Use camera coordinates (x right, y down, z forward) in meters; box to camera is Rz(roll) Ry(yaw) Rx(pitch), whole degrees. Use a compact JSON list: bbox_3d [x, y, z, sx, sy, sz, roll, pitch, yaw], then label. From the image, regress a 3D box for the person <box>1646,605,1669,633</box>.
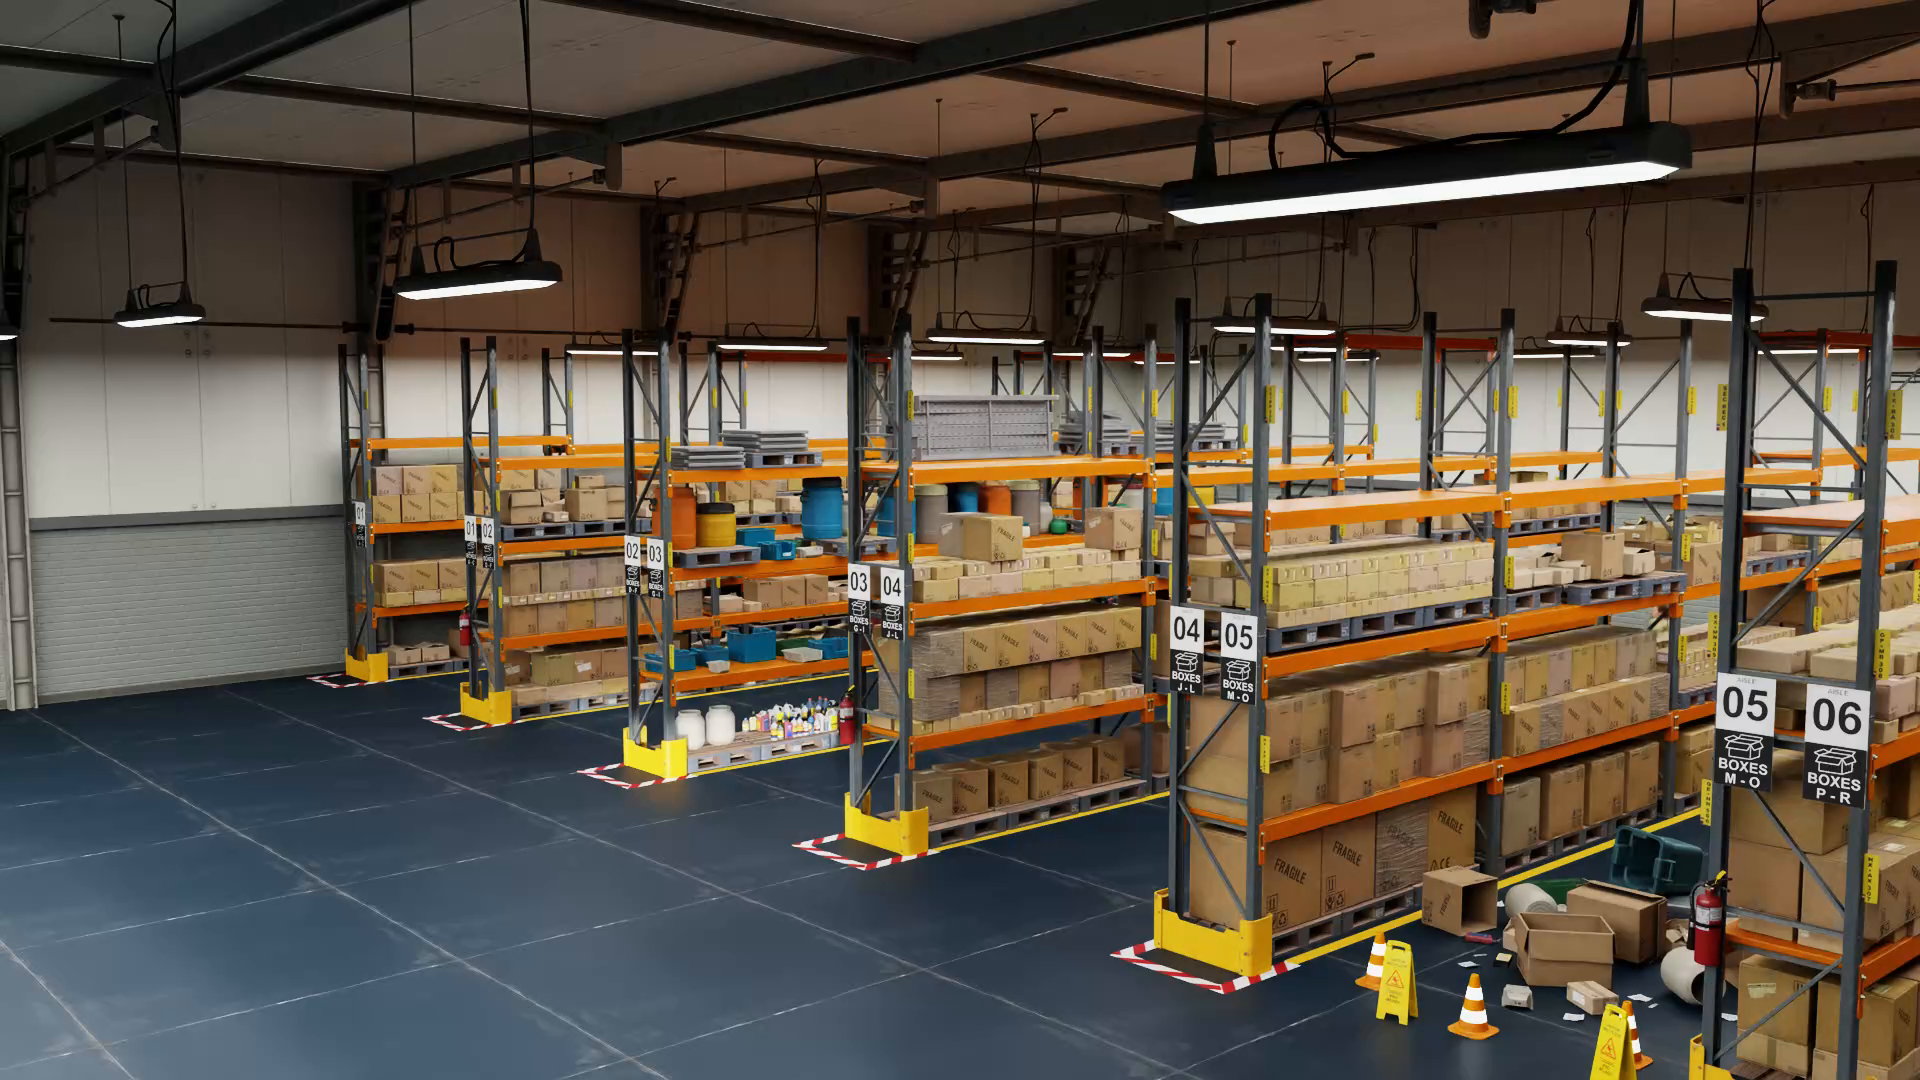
[{"bbox_3d":[11.622,1.869,27.751,0.530,1.624,0.990,4,7,40],"label":"person"}]
